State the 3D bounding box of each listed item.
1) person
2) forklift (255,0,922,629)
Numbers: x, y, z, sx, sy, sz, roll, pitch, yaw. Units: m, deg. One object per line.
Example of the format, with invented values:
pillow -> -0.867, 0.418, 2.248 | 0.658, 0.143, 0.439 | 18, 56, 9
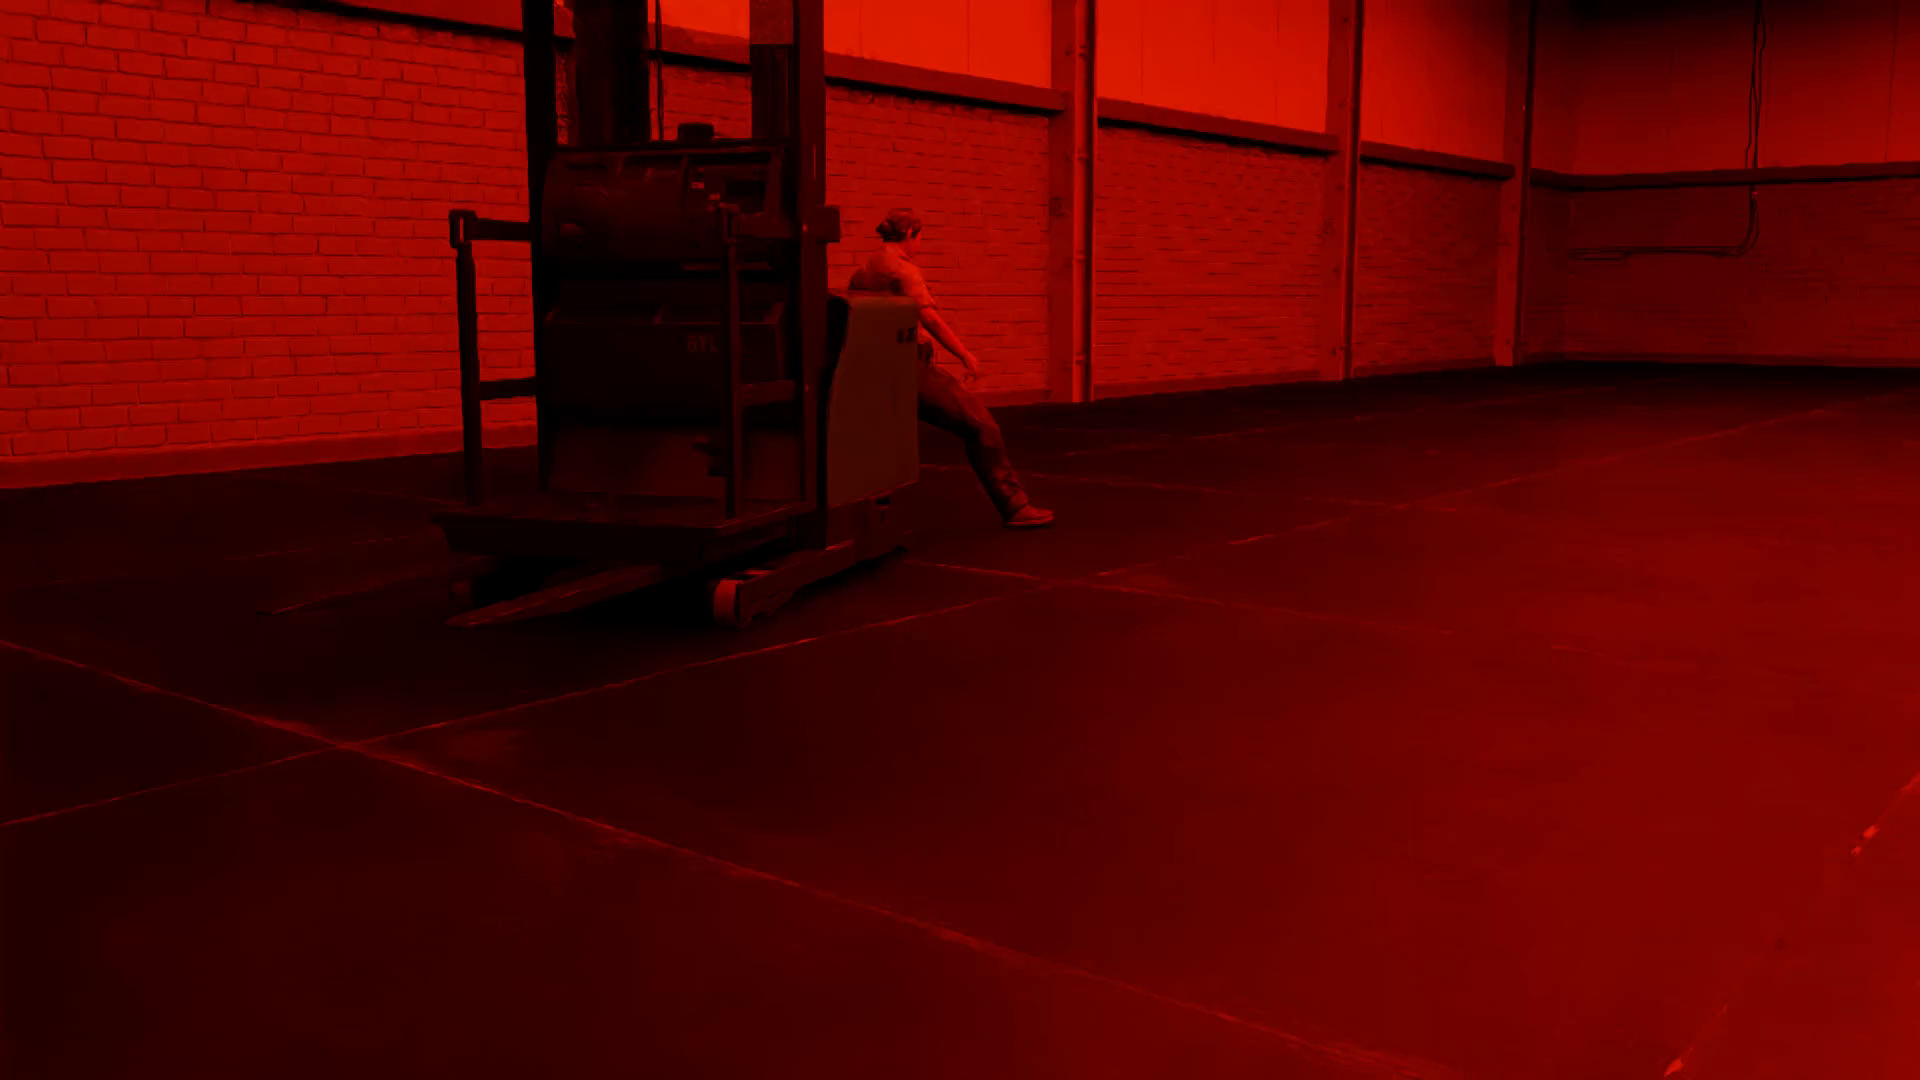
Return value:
person -> -0.216, -0.805, 7.835 | 0.996, 1.490, 0.998 | -6, 10, -35
forklift -> -1.119, -1.227, 5.664 | 1.130, 2.935, 3.031 | 3, 9, 19
